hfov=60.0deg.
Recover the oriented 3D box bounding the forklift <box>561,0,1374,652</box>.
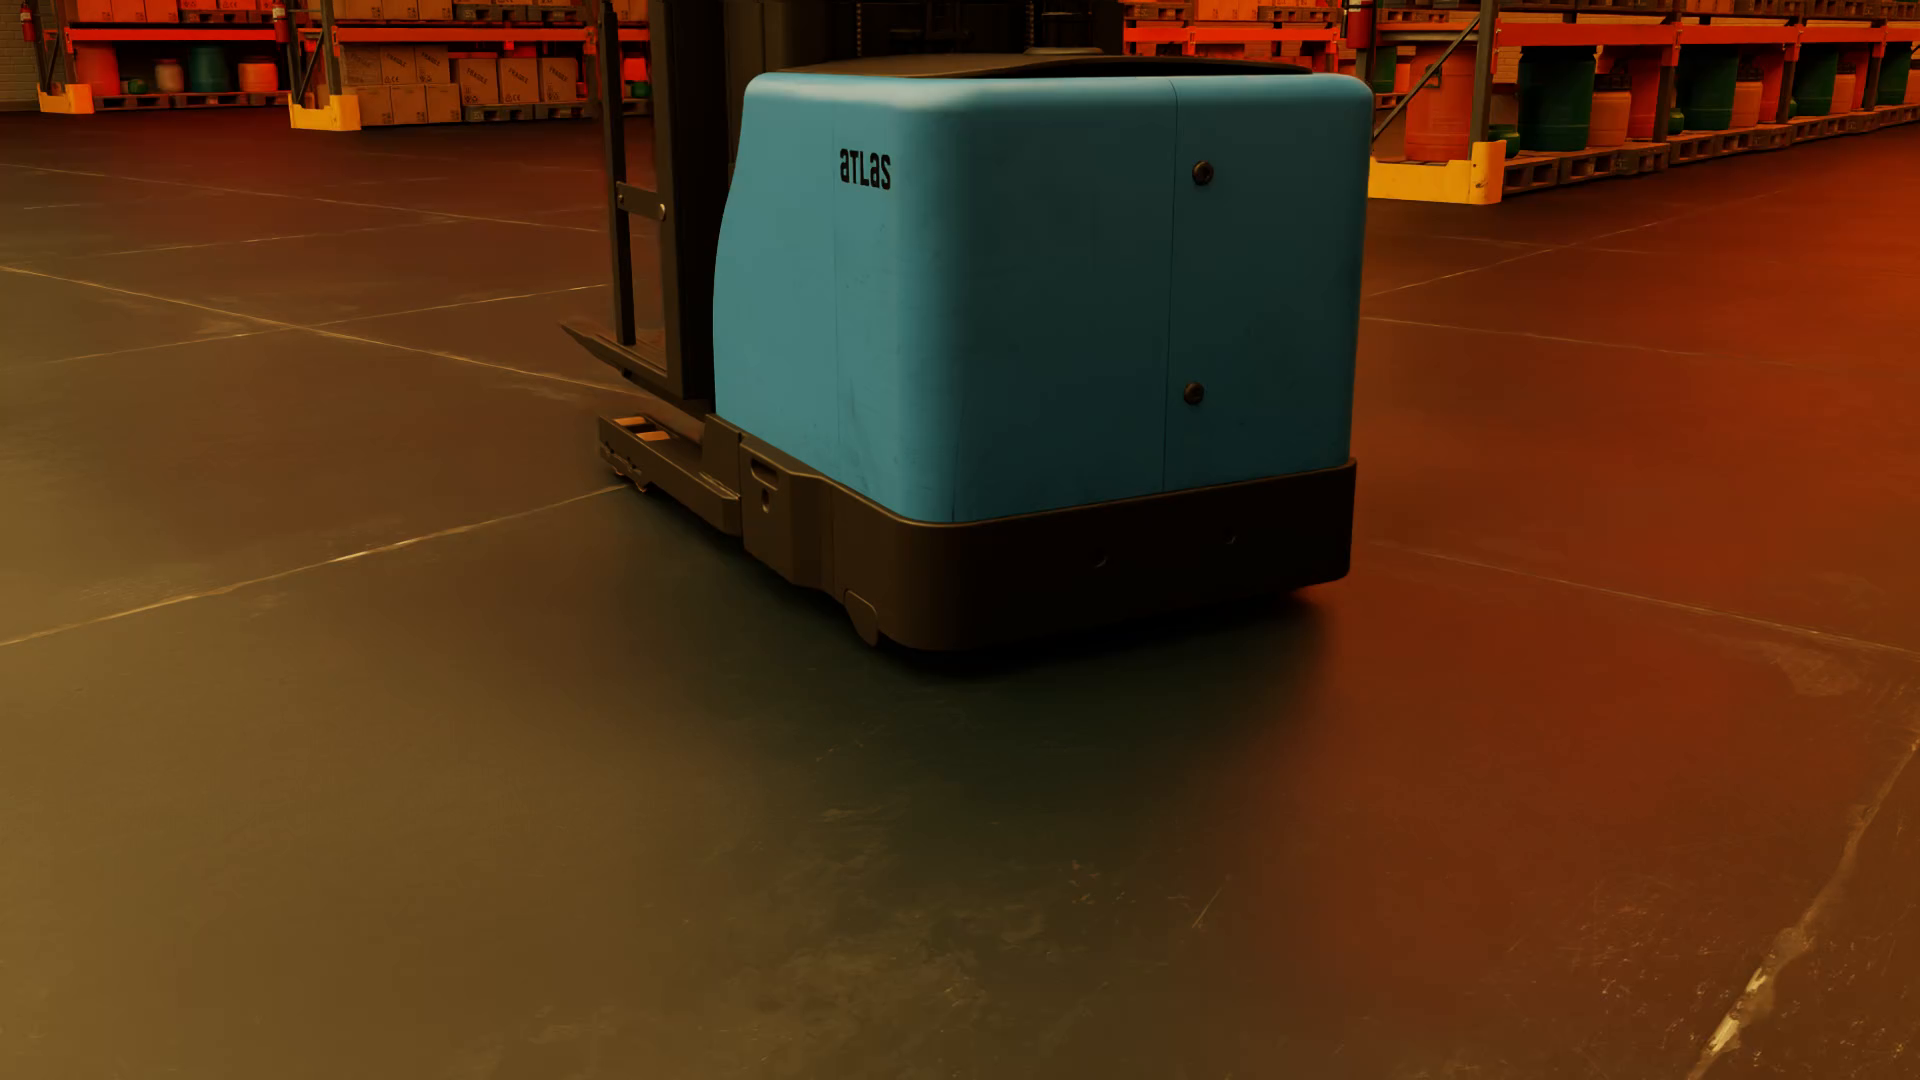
[{"bbox_3d":[-0.324,-1.578,4.094,1.130,2.935,3.031,-9,19,-27],"label":"forklift"}]
